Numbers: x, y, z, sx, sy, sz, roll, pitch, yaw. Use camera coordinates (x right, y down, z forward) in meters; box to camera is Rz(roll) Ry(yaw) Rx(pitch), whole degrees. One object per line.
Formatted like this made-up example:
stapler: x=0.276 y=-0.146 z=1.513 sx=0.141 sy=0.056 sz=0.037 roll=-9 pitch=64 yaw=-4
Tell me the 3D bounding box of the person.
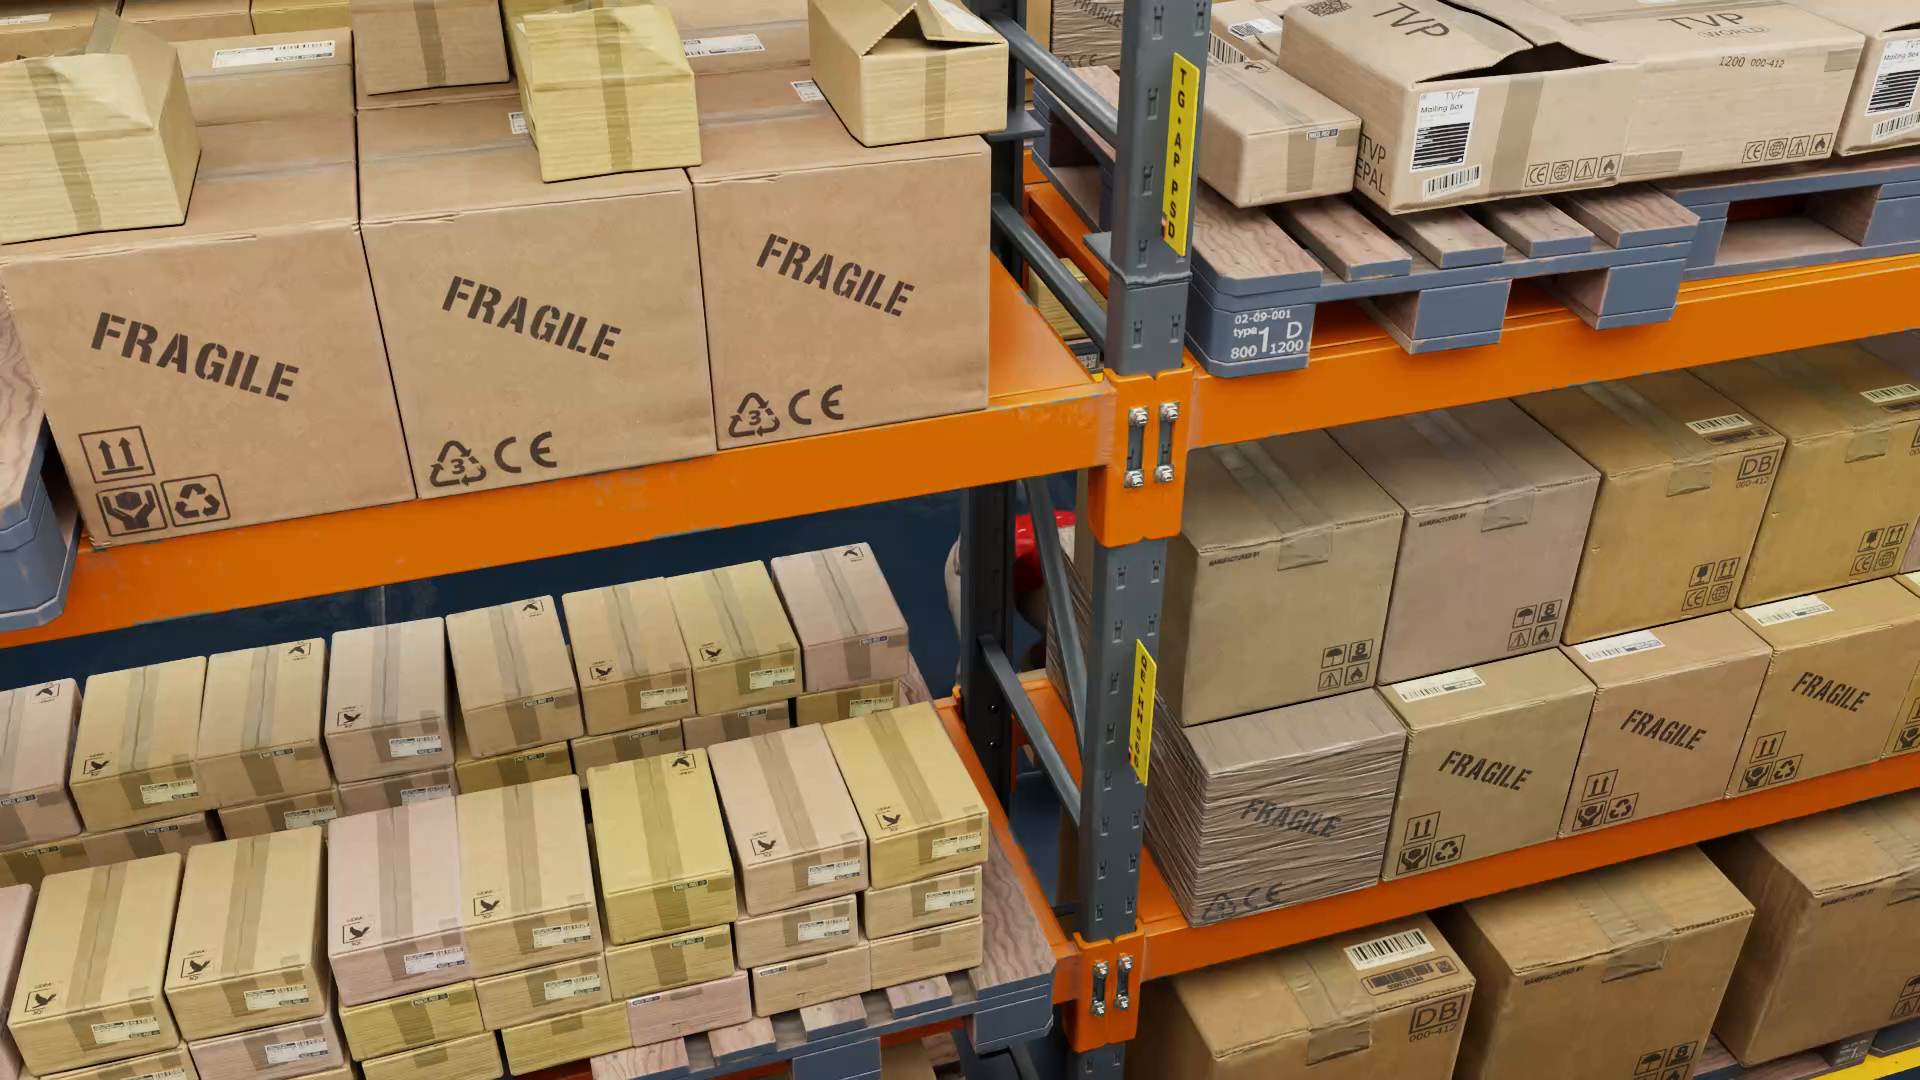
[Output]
person: x=0.269 y=0.264 z=6.365 sx=0.573 sy=1.064 sz=0.857 roll=-10 pitch=35 yaw=-15
